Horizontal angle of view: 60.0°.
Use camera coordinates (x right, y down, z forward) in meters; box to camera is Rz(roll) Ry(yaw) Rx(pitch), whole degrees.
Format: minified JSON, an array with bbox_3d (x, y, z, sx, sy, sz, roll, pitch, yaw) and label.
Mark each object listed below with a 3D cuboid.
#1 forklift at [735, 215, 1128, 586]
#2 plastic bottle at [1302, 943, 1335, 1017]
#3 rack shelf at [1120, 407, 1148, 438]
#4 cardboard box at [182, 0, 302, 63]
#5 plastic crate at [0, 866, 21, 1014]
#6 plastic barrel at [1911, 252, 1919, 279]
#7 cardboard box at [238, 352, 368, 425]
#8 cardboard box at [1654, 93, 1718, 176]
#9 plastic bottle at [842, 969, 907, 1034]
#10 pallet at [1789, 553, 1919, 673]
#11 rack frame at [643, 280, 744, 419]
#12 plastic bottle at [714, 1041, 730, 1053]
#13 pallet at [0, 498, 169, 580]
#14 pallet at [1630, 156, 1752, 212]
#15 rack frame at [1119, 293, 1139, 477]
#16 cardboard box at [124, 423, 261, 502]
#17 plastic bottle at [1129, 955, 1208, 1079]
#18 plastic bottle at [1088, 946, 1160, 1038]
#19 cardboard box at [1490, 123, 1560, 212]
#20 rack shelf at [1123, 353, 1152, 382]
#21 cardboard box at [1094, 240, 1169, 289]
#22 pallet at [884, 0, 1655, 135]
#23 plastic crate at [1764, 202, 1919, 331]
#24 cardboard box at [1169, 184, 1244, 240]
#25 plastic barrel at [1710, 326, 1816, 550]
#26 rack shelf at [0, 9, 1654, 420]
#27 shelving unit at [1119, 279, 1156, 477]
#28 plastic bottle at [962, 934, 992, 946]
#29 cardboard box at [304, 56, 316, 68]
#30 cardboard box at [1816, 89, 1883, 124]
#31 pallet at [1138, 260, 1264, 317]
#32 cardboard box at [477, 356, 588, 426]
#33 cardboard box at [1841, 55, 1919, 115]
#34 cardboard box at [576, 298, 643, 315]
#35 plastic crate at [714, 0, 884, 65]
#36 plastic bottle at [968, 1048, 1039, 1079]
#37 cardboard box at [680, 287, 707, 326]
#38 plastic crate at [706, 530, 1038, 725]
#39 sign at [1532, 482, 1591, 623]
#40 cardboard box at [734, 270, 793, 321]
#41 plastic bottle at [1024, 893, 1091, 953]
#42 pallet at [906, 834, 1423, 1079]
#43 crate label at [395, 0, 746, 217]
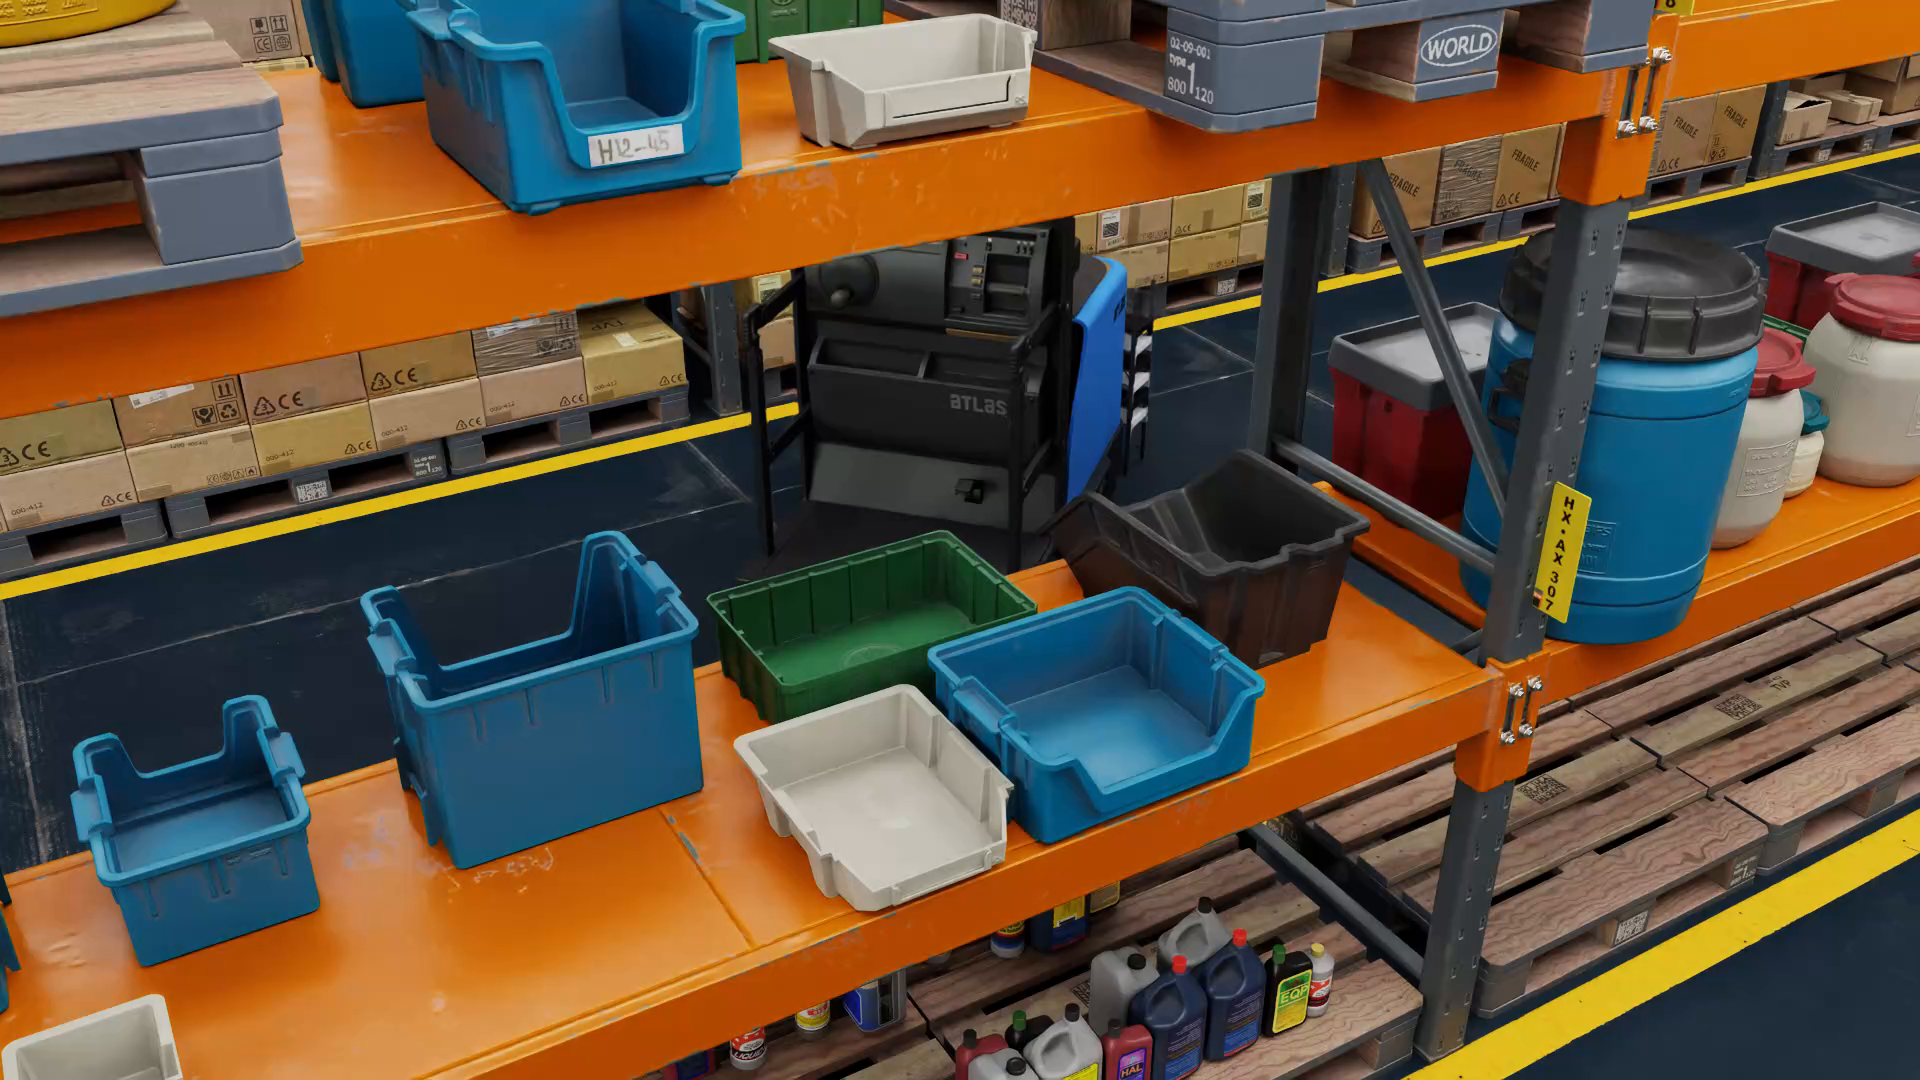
[{"bbox_3d":[-0.192,-0.965,5.964,1.130,2.935,3.031,9,30,16],"label":"forklift"},{"bbox_3d":[0.950,1.171,4.465,0.097,0.201,0.097,0,29,0],"label":"plastic bottle"},{"bbox_3d":[0.727,-0.575,7.798,0.258,0.077,0.200,14,31,24],"label":"rack shelf"},{"bbox_3d":[-3.078,-2.277,6.825,0.500,0.500,0.700,-16,33,-26],"label":"cardboard box"},{"bbox_3d":[-2.064,0.717,3.001,0.616,0.251,0.499,-16,33,-26],"label":"plastic crate"},{"bbox_3d":[3.047,-0.568,5.034,0.433,0.535,0.433,0,29,0],"label":"plastic barrel"},{"bbox_3d":[-2.980,-0.879,7.373,0.500,0.500,0.500,-16,33,-26],"label":"cardboard box"},{"bbox_3d":[4.786,-2.844,11.430,0.500,0.500,0.500,-16,33,-26],"label":"cardboard box"},{"bbox_3d":[-0.233,1.150,4.425,0.135,0.276,0.152,-16,33,-26],"label":"plastic bottle"},{"bbox_3d":[3.866,0.335,6.425,1.213,0.211,1.003,-16,33,-26],"label":"pallet"},{"bbox_3d":[-1.401,-2.145,8.032,0.127,3.000,1.000,-16,33,-26],"label":"rack frame"},{"bbox_3d":[-0.631,1.182,4.367,0.135,0.276,0.152,-17,33,-28],"label":"plastic bottle"},{"bbox_3d":[-4.212,-0.149,7.302,1.213,0.211,1.003,-16,33,-26],"label":"pallet"},{"bbox_3d":[4.814,-2.667,11.865,1.213,0.211,1.003,-16,33,-26],"label":"pallet"},{"bbox_3d":[0.681,-0.720,7.618,0.240,0.900,0.006,14,31,24],"label":"rack frame"},{"bbox_3d":[-3.414,-0.430,7.336,0.500,0.250,0.500,-16,33,-26],"label":"cardboard box"},{"bbox_3d":[0.531,1.211,4.237,0.185,0.351,0.144,-18,33,-29],"label":"plastic bottle"},{"bbox_3d":[0.434,1.189,4.355,0.135,0.276,0.152,-16,33,-26],"label":"plastic bottle"},{"bbox_3d":[3.468,-2.466,10.745,0.500,0.500,0.500,-16,33,-27],"label":"cardboard box"},{"bbox_3d":[0.729,-0.813,7.671,0.258,0.077,0.200,14,31,24],"label":"rack shelf"},{"bbox_3d":[0.840,-1.624,9.499,0.500,0.250,0.500,-15,32,-25],"label":"cardboard box"},{"bbox_3d":[0.533,-1.094,3.218,1.003,0.211,1.213,-16,33,-26],"label":"pallet"},{"bbox_3d":[3.006,-0.819,5.564,0.583,0.464,0.402,-16,33,-26],"label":"plastic crate"},{"bbox_3d":[1.276,-1.989,9.580,0.500,0.311,0.500,-16,33,-27],"label":"cardboard box"},{"bbox_3d":[2.041,-0.283,4.517,0.433,0.535,0.433,0,29,0],"label":"plastic barrel"},{"bbox_3d":[-0.619,-0.589,2.853,4.000,0.370,1.077,-16,33,-26],"label":"rack shelf"},{"bbox_3d":[0.728,-0.763,7.697,0.258,0.900,0.210,14,31,24],"label":"shelving unit"},{"bbox_3d":[0.036,0.958,4.696,0.185,0.351,0.144,-17,33,-28],"label":"plastic bottle"},{"bbox_3d":[-2.622,-2.007,7.007,0.250,0.149,0.380,-15,32,-25],"label":"cardboard box"},{"bbox_3d":[6.709,-3.284,12.573,0.250,0.166,0.380,-16,33,-26],"label":"cardboard box"},{"bbox_3d":[1.318,-1.718,10.144,1.213,0.211,1.003,-16,33,-26],"label":"pallet"},{"bbox_3d":[-2.126,-0.802,8.010,0.500,0.250,0.500,-16,33,-26],"label":"cardboard box"},{"bbox_3d":[7.114,-3.665,12.914,0.637,0.503,0.797,-16,33,-26],"label":"cardboard box"},{"bbox_3d":[-1.959,-1.470,8.444,0.500,0.500,0.500,-16,33,-26],"label":"cardboard box"},{"bbox_3d":[-0.393,-1.028,3.123,0.450,0.188,0.336,-16,33,-26],"label":"plastic crate"},{"bbox_3d":[0.110,1.361,4.042,0.135,0.276,0.152,-15,32,-25],"label":"plastic bottle"},{"bbox_3d":[-1.190,-1.347,8.997,0.500,0.250,0.500,-16,33,-27],"label":"cardboard box"},{"bbox_3d":[-0.208,0.227,3.953,0.662,0.188,0.450,-16,33,-26],"label":"plastic crate"},{"bbox_3d":[1.374,0.030,3.804,0.005,0.325,0.100,-16,33,-26],"label":"sign"},{"bbox_3d":[-0.919,-1.368,8.455,0.500,0.311,0.500,-16,33,-26],"label":"cardboard box"},{"bbox_3d":[0.272,0.972,4.671,0.185,0.351,0.144,-16,33,-26],"label":"plastic bottle"},{"bbox_3d":[0.505,1.288,4.698,1.213,0.211,1.003,-16,33,-26],"label":"pallet"},{"bbox_3d":[-0.562,-0.670,2.409,0.408,0.251,0.502,-16,33,-26],"label":"crate label"}]
